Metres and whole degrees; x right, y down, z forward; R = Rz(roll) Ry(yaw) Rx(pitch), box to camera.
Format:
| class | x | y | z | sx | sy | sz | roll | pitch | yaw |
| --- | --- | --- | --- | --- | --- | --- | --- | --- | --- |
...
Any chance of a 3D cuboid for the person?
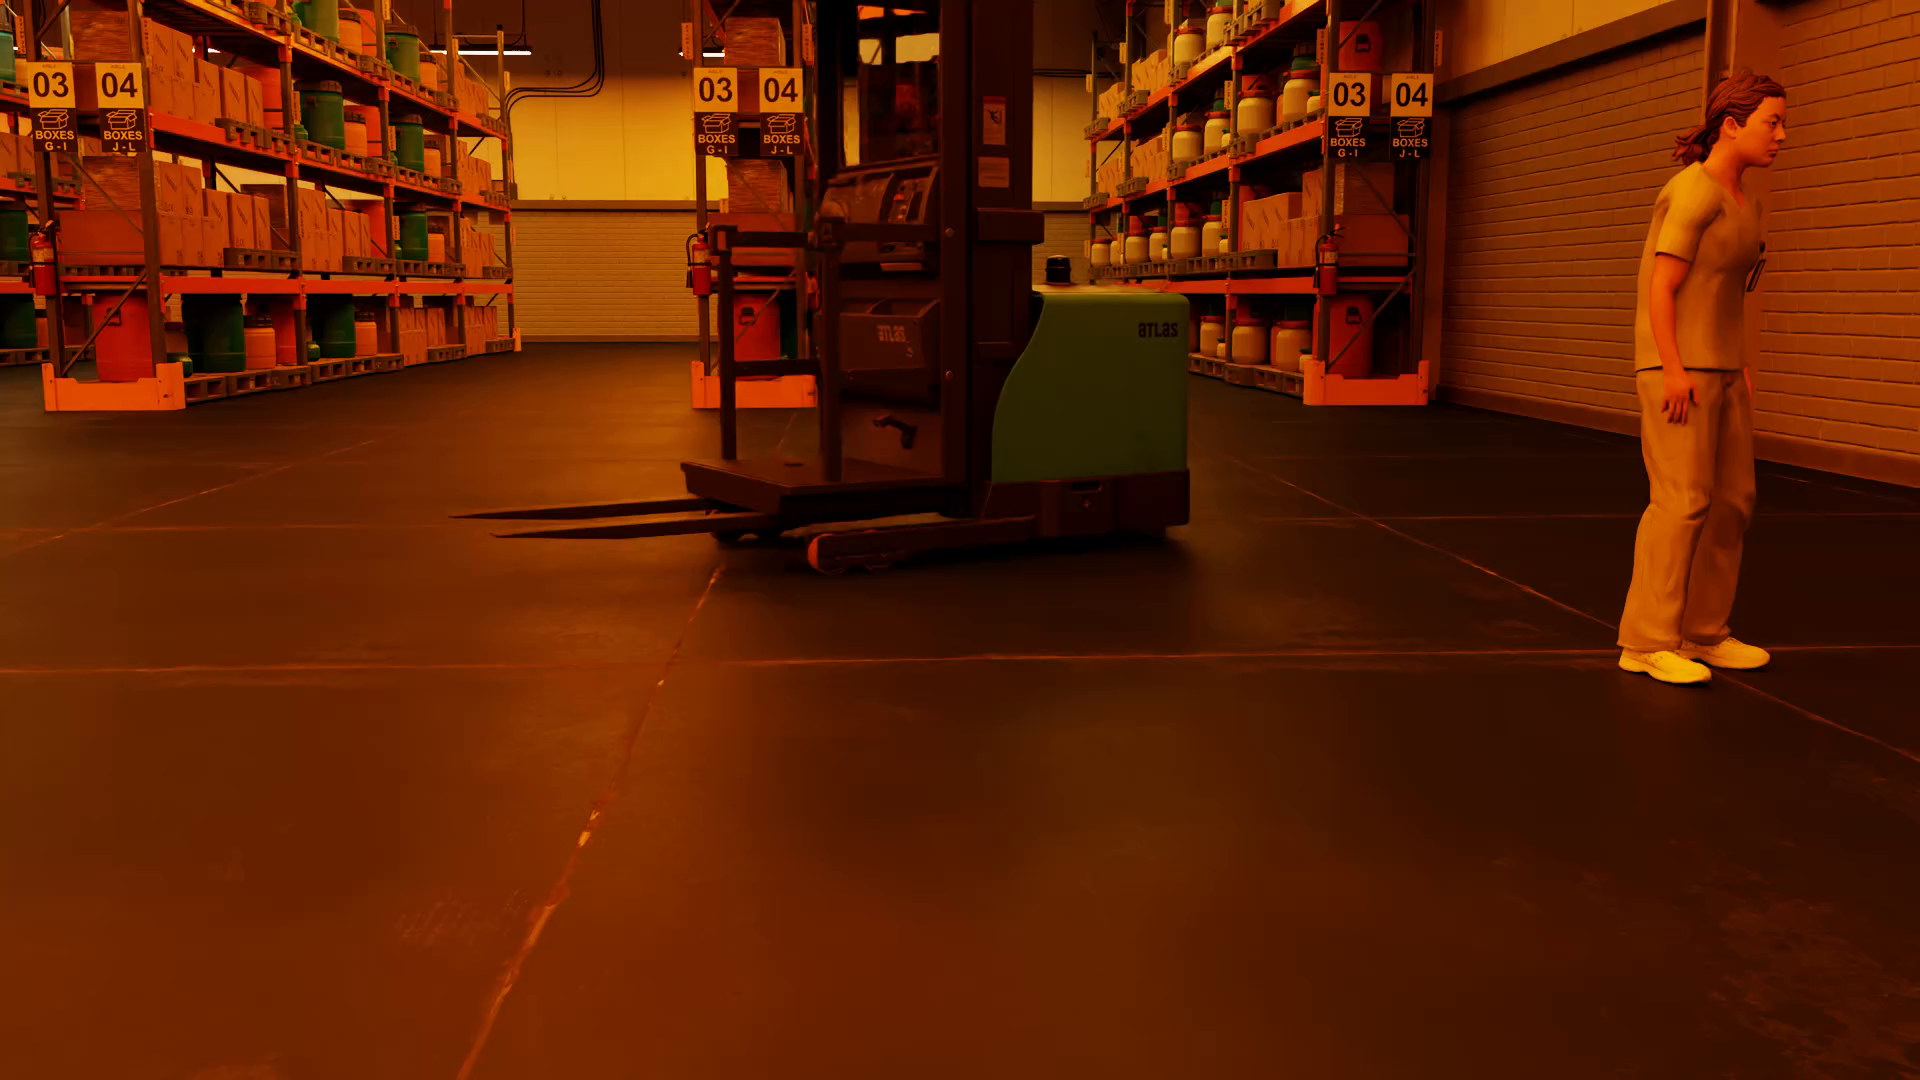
| class | x | y | z | sx | sy | sz | roll | pitch | yaw |
| --- | --- | --- | --- | --- | --- | --- | --- | --- | --- |
| person | 2.105 | -0.454 | 4.699 | 0.501 | 1.665 | 0.365 | -7 | 11 | -41 |

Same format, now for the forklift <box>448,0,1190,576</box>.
| class | x | y | z | sx | sy | sz | roll | pitch | yaw |
| --- | --- | --- | --- | --- | --- | --- | --- | --- | --- |
| forklift | -0.520 | -1.401 | 6.765 | 3.031 | 2.935 | 1.130 | -5 | 10 | -31 |
